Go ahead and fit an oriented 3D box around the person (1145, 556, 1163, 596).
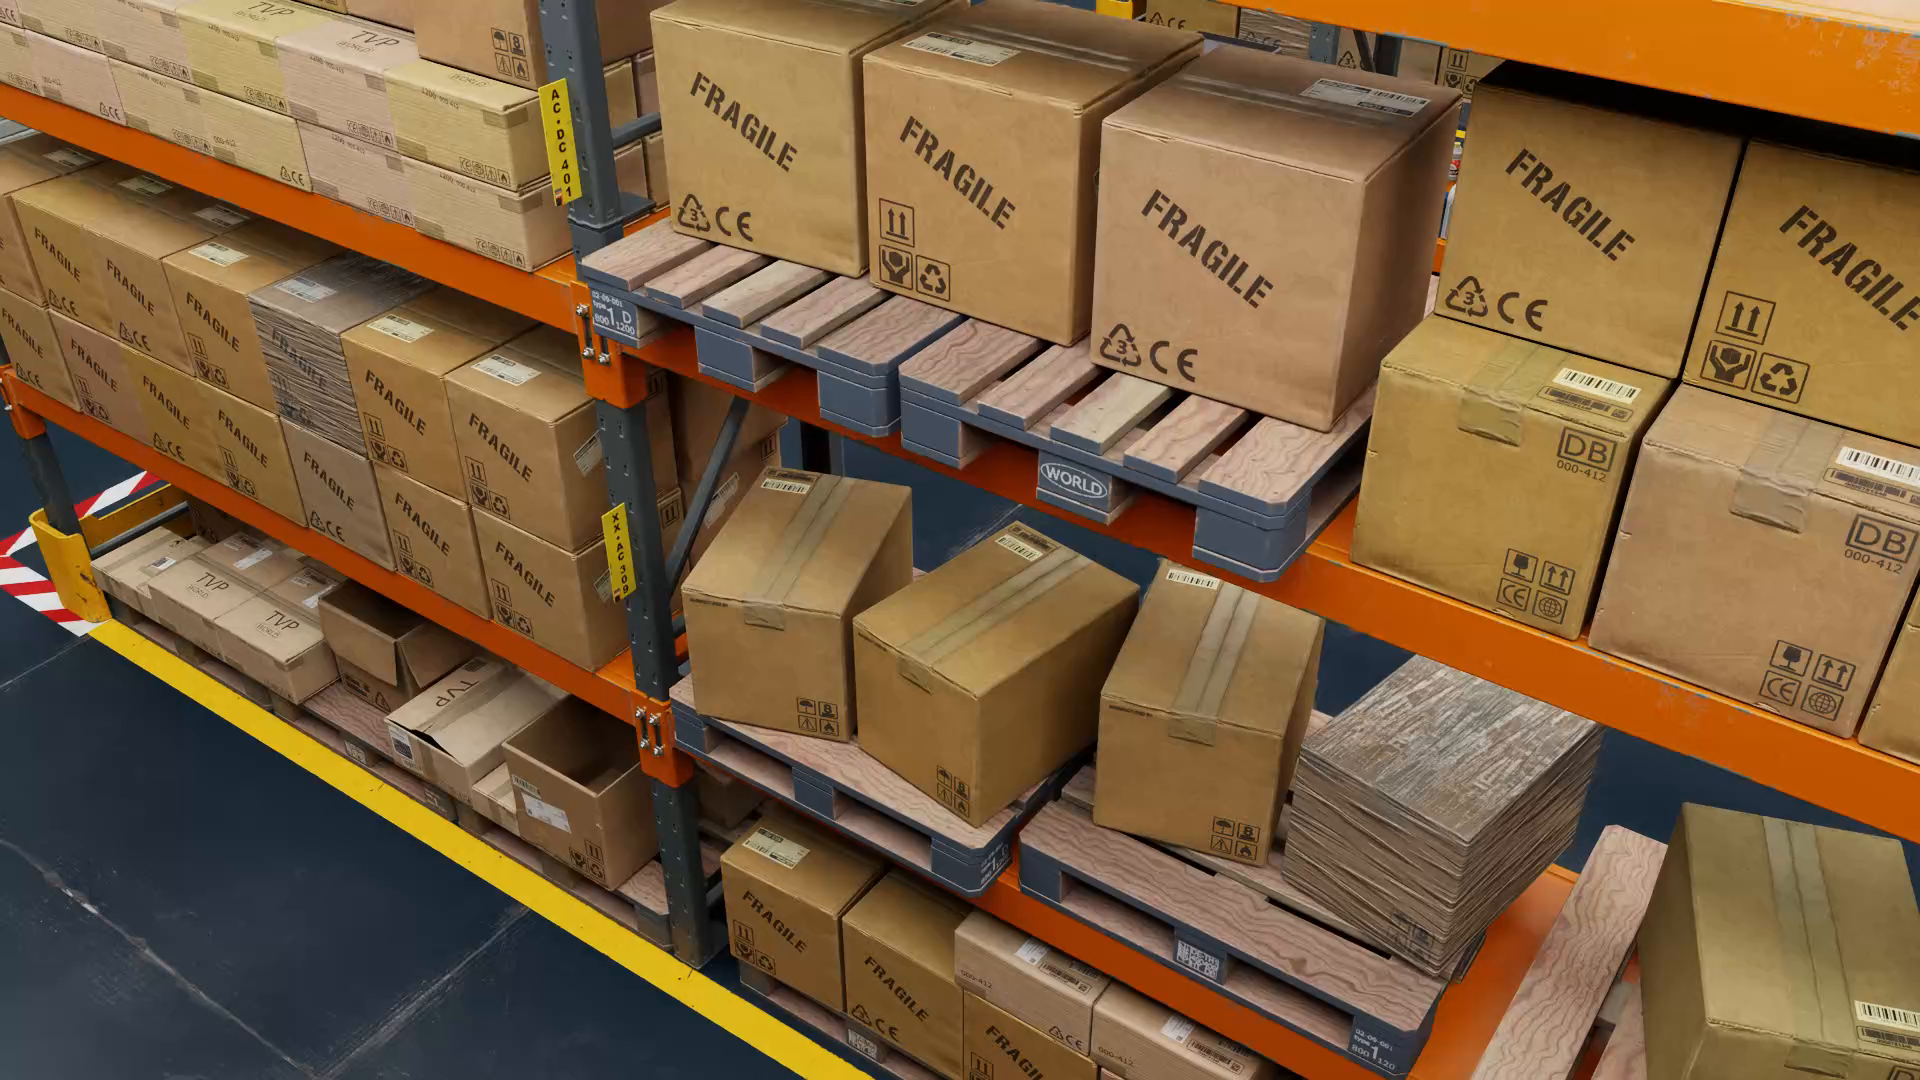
[{"bbox_3d":[1.003,0.320,6.666,0.519,1.692,0.435,21,40,28],"label":"person"}]
